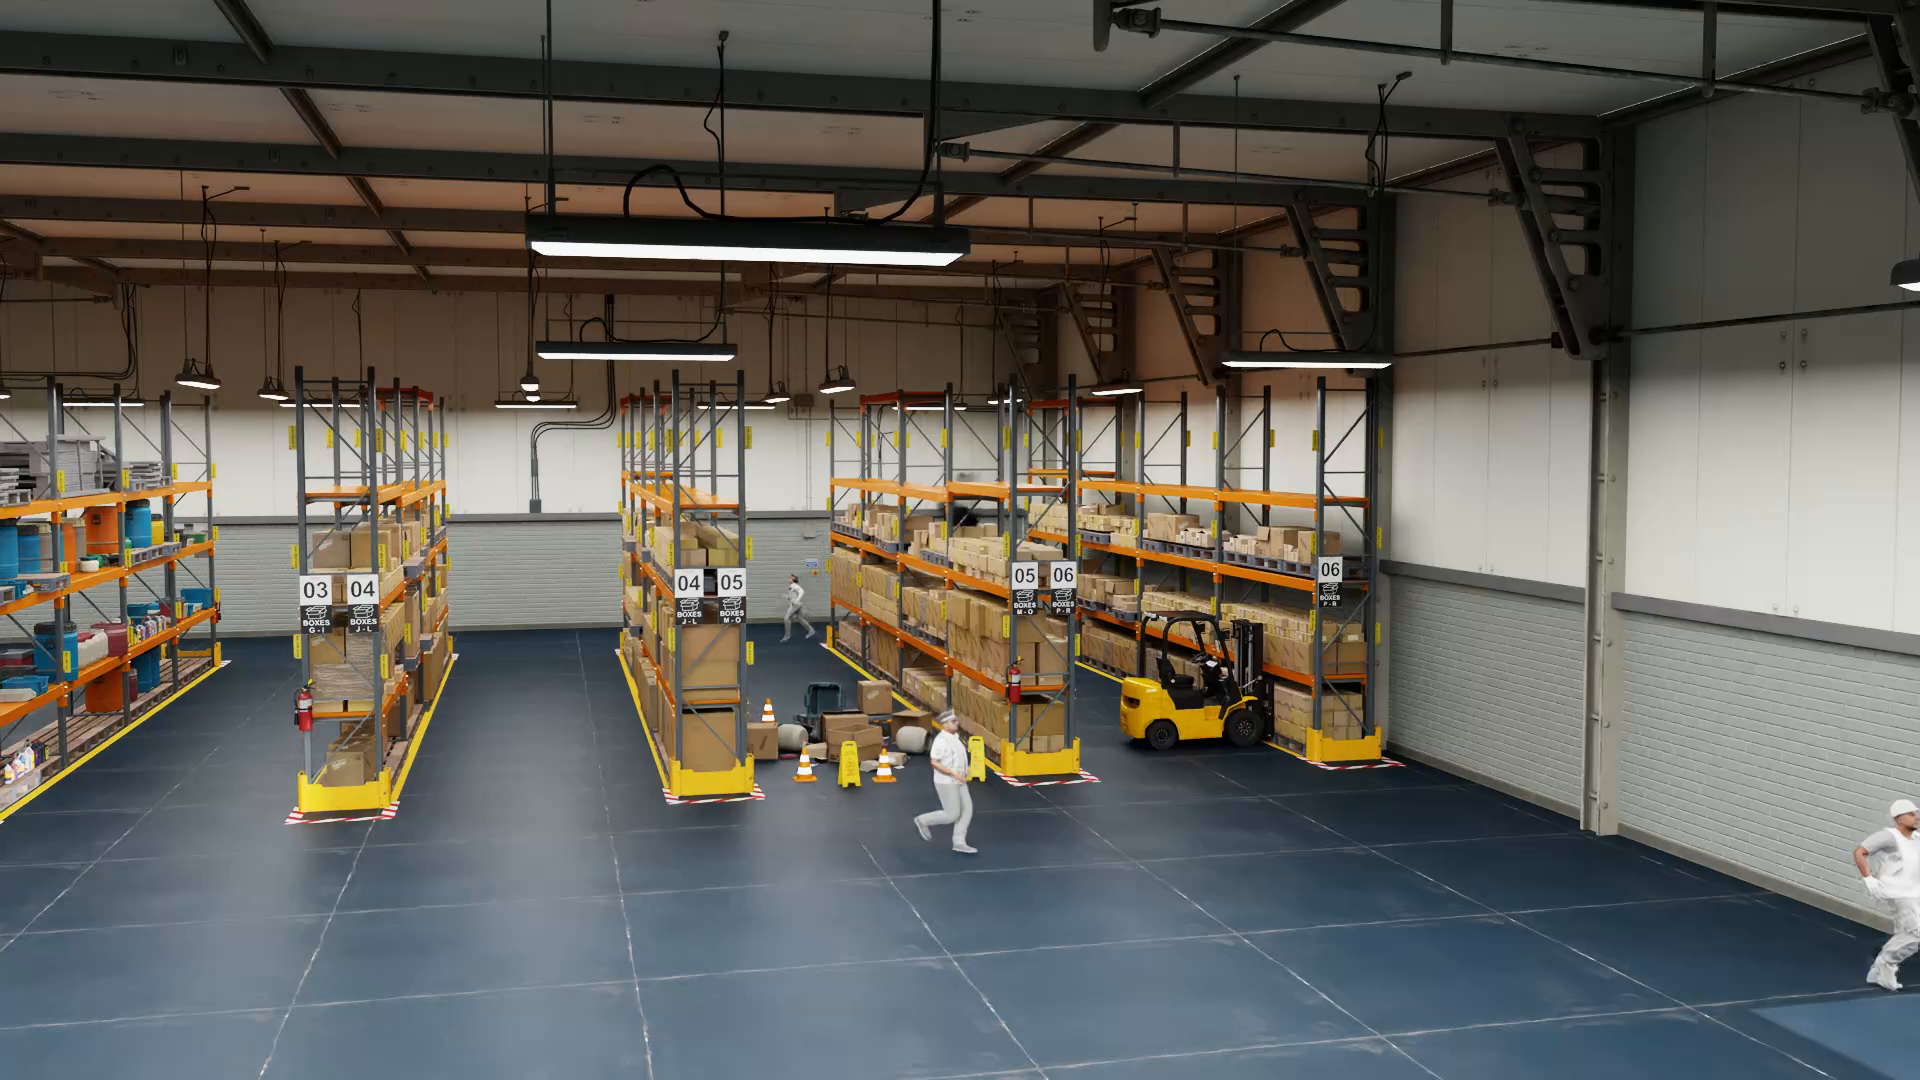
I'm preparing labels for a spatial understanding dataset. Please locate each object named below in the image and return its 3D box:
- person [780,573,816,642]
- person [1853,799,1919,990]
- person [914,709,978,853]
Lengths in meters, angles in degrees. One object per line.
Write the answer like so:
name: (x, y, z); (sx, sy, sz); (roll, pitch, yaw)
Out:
person: (-4.046, 1.689, 41.429); (0.882, 1.743, 0.623); (0, 3, -3)
person: (8.556, 3.222, 15.094); (0.685, 1.722, 0.619); (-3, 4, -38)
person: (-0.146, 2.923, 20.252); (0.784, 1.753, 0.662); (1, 4, 23)
